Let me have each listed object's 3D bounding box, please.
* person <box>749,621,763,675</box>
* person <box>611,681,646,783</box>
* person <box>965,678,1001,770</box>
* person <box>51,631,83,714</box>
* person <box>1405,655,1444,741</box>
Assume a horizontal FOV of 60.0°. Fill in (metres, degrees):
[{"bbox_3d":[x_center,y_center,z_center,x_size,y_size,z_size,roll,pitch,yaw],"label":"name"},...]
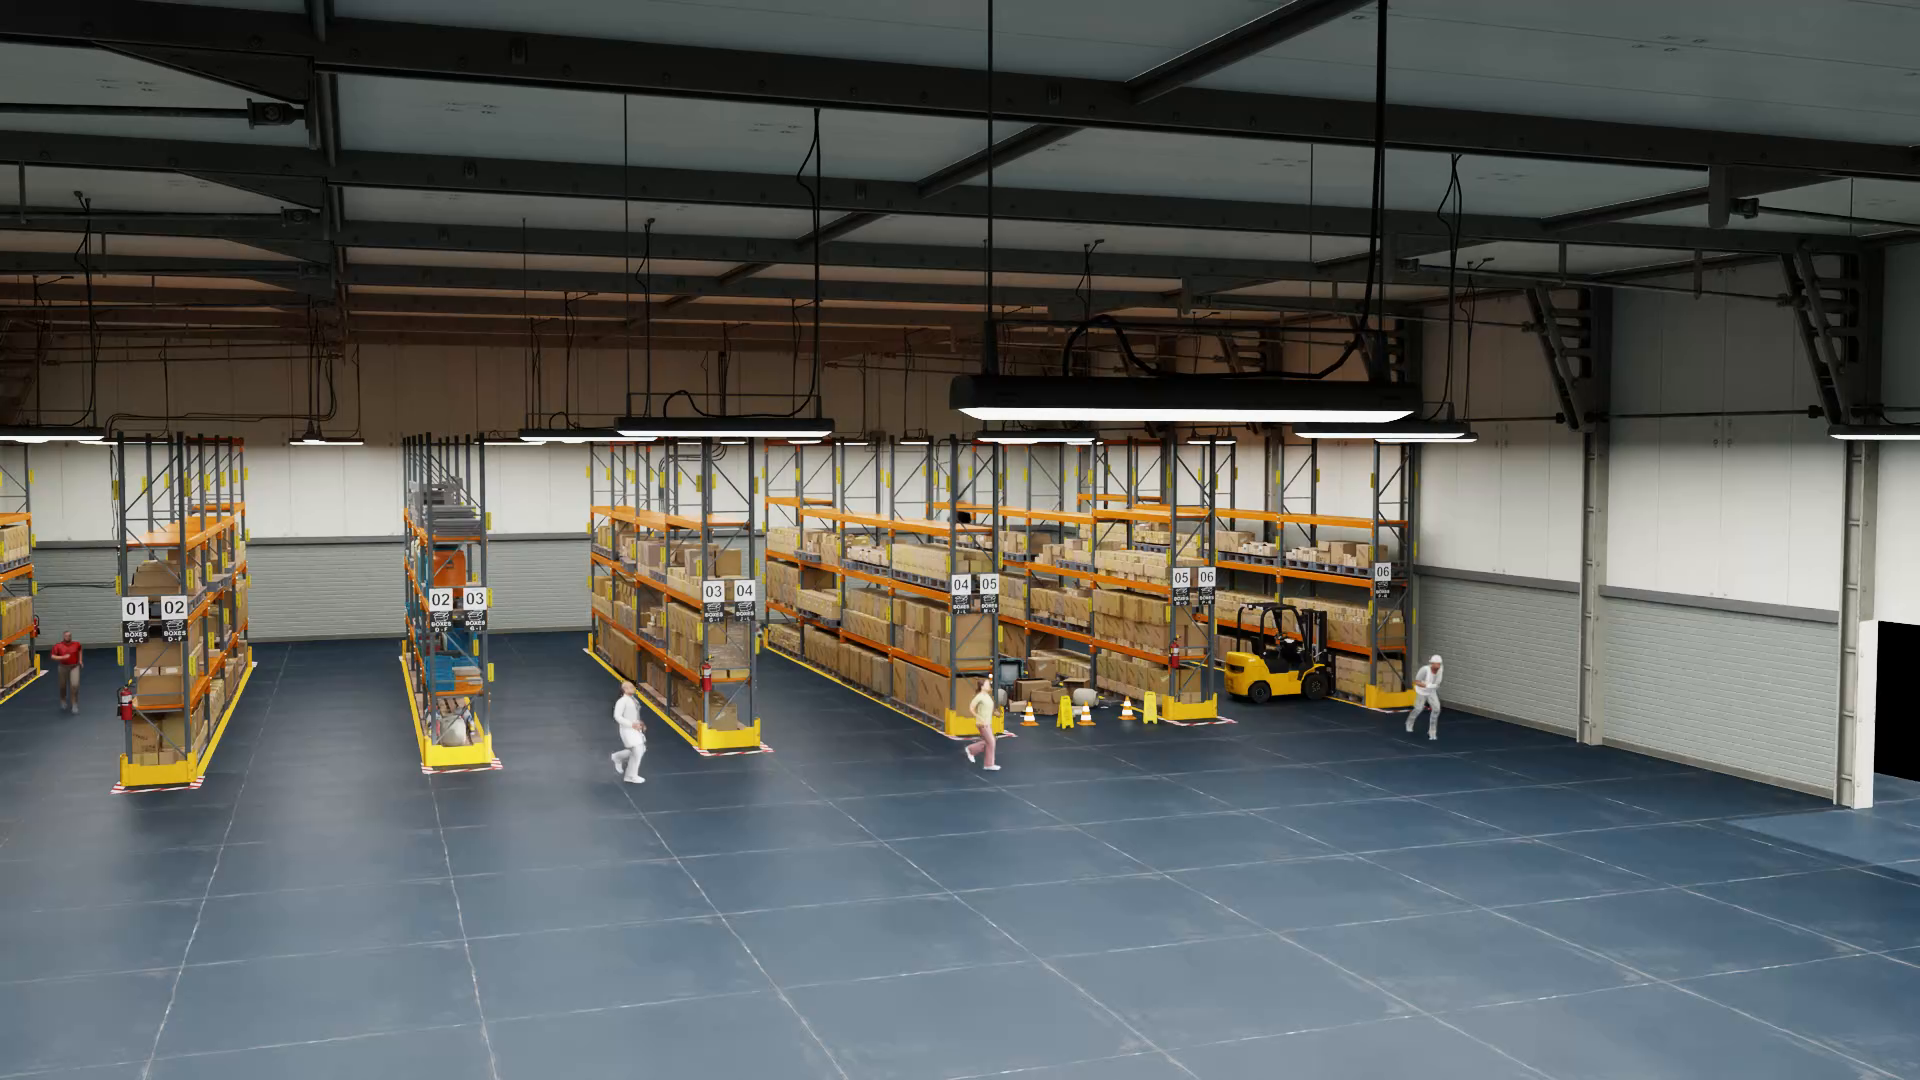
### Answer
[{"bbox_3d":[-5.150,2.715,40.844,0.602,1.492,0.854,-2,4,-37],"label":"person"},{"bbox_3d":[-5.672,3.285,28.477,0.573,1.738,0.712,1,3,10],"label":"person"},{"bbox_3d":[0.377,3.388,29.554,0.694,1.382,0.579,1,3,25],"label":"person"},{"bbox_3d":[-19.376,2.845,36.105,0.641,1.768,0.915,-2,4,-35],"label":"person"},{"bbox_3d":[9.189,3.090,32.846,0.729,1.725,1.031,-1,3,-22],"label":"person"}]
